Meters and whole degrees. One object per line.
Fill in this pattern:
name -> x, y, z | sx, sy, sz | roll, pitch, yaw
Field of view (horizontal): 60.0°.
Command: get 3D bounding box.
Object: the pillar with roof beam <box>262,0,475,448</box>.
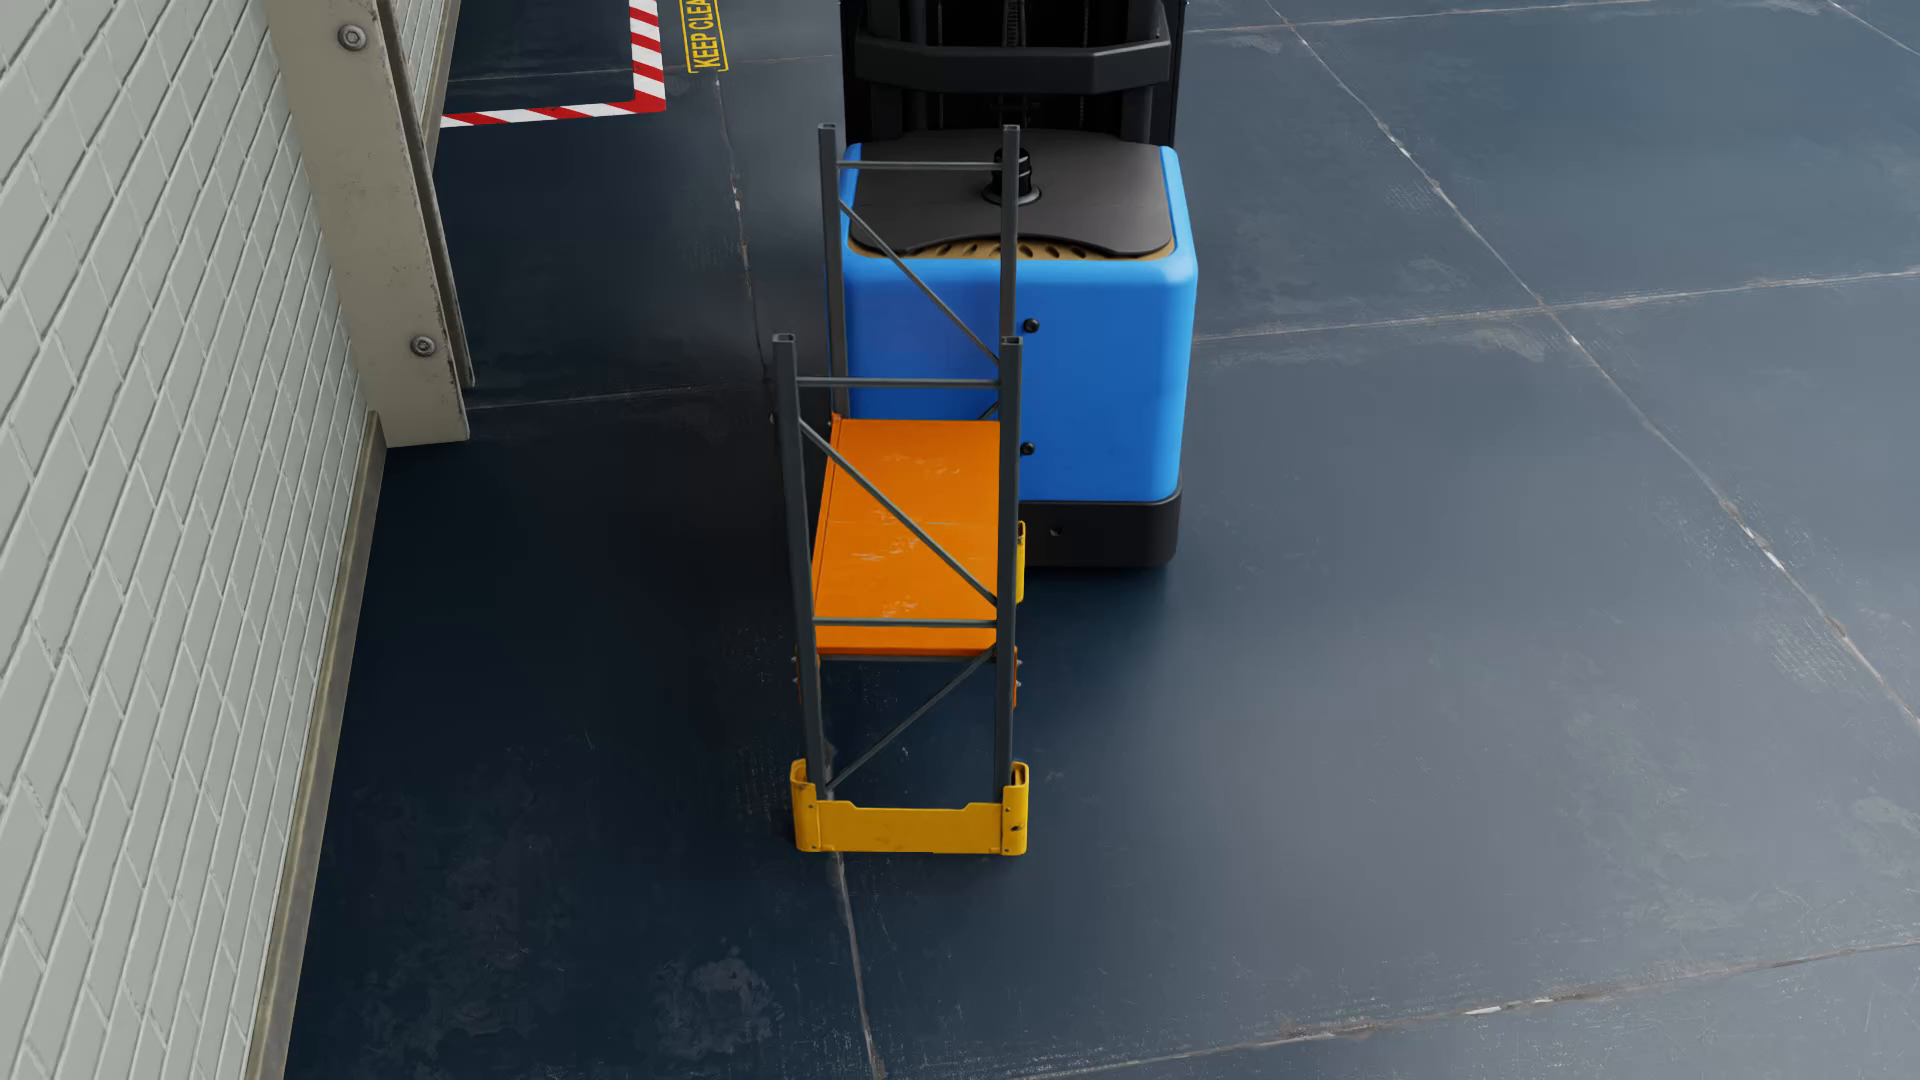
pillar with roof beam -> 2.370, -4.463, 3.660 | 9.100, 9.000, 0.400 | -6, 38, -8

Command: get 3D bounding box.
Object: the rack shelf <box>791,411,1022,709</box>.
rack shelf -> -0.113, 0.021, 4.293 | 0.538, 0.185, 1.000 | 1, 38, 1

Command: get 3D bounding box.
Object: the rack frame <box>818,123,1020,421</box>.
rack frame -> -0.102, -0.433, 4.584 | 0.500, 1.500, 0.032 | 1, 38, 1

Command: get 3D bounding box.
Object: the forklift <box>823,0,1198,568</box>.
forklift -> 0.170, -1.950, 5.371 | 1.130, 2.935, 3.031 | 1, 38, 1

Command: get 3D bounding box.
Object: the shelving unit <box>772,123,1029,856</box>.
shelving unit -> -0.113, -0.126, 4.190 | 0.587, 1.500, 1.083 | 1, 38, 1

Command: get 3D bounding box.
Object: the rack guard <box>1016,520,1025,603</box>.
rack guard -> -0.102, 0.062, 4.967 | 0.587, 0.250, 0.087 | 1, 38, 1

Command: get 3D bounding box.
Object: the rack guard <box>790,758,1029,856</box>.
rack guard -> -0.124, 0.673, 4.180 | 0.587, 0.250, 0.087 | 1, 38, 1

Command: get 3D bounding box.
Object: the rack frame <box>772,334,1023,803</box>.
rack frame -> -0.125, 0.191, 3.782 | 0.500, 1.500, 0.032 | 1, 38, 1
